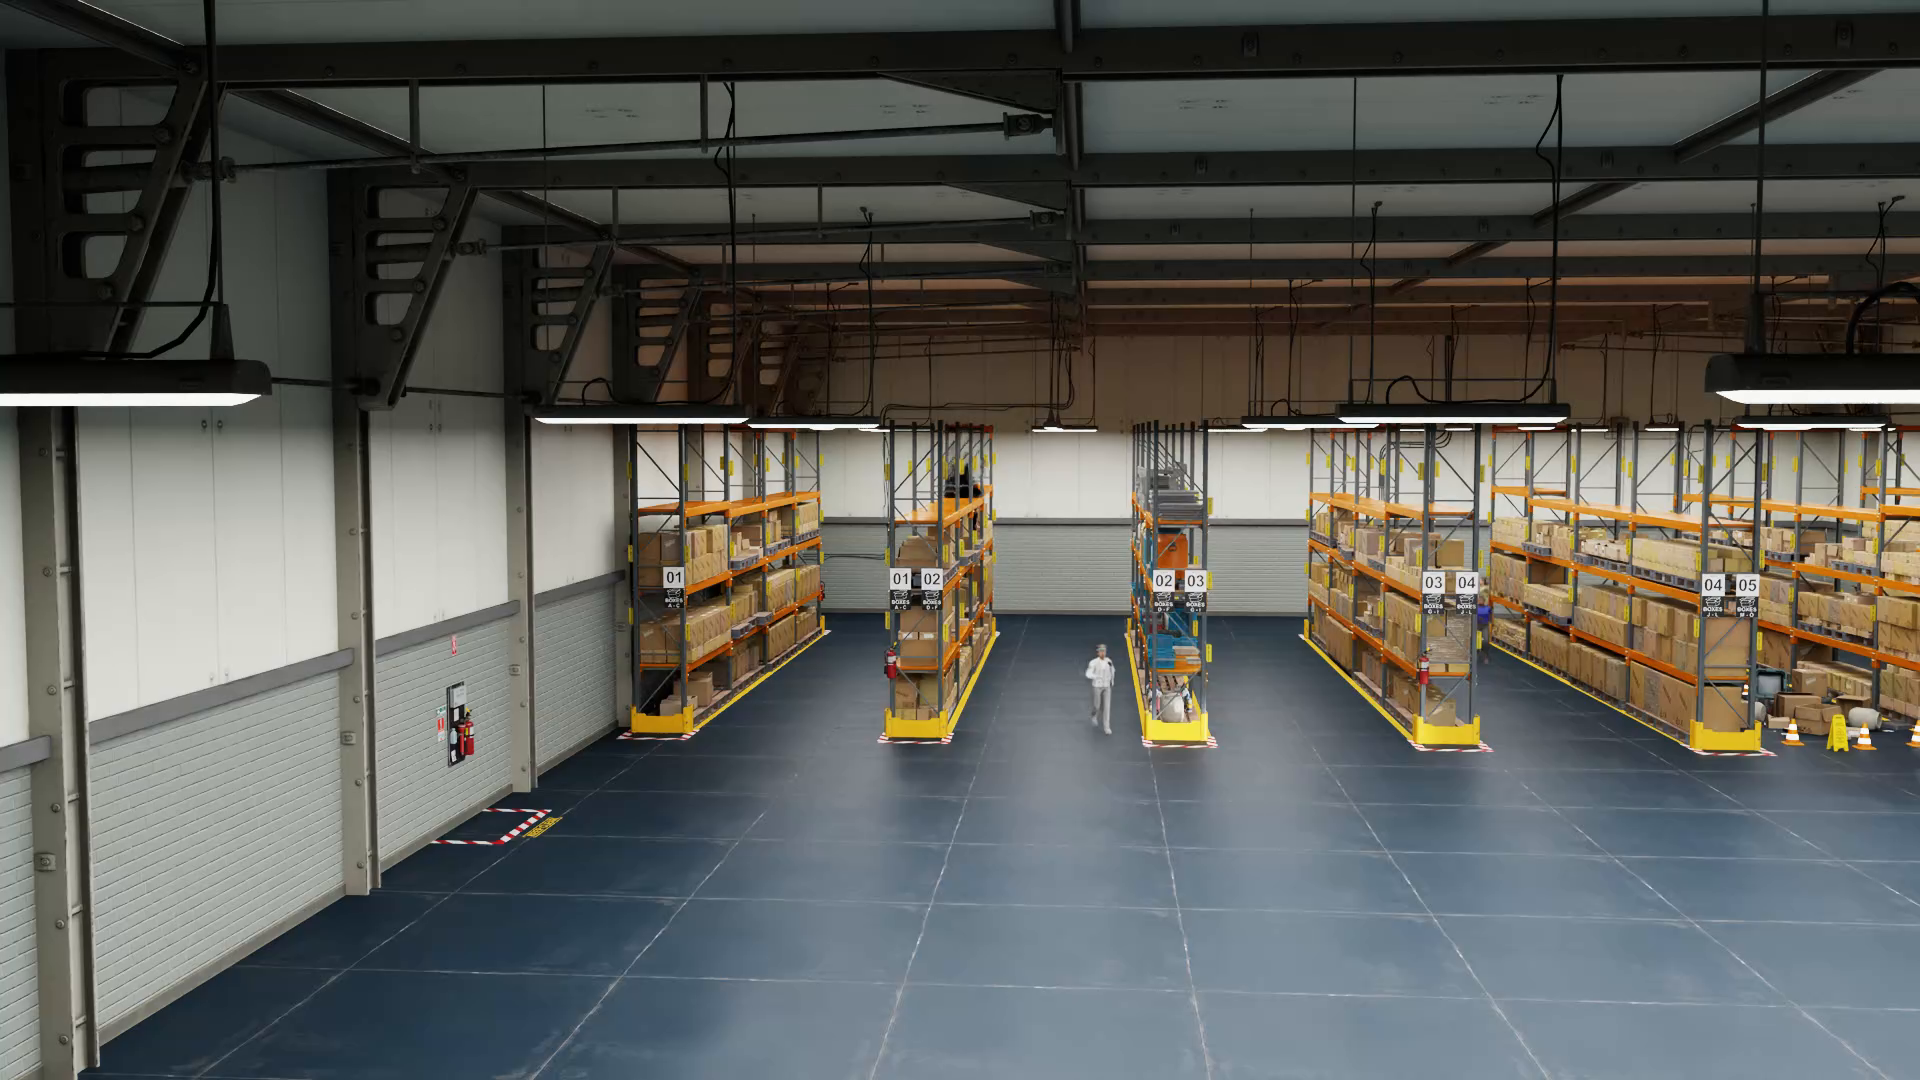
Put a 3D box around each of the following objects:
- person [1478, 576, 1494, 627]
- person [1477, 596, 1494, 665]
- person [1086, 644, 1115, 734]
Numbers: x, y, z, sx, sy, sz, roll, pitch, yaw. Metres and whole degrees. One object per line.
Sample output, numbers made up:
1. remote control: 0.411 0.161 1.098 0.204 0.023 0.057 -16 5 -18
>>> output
1. person: 14.855 1.863 47.245 0.913 1.661 0.612 -1 4 -9
2. person: 13.149 2.254 41.849 0.583 1.653 0.935 1 4 9
3. person: 2.727 2.828 31.950 0.617 1.675 0.917 -1 4 -10
